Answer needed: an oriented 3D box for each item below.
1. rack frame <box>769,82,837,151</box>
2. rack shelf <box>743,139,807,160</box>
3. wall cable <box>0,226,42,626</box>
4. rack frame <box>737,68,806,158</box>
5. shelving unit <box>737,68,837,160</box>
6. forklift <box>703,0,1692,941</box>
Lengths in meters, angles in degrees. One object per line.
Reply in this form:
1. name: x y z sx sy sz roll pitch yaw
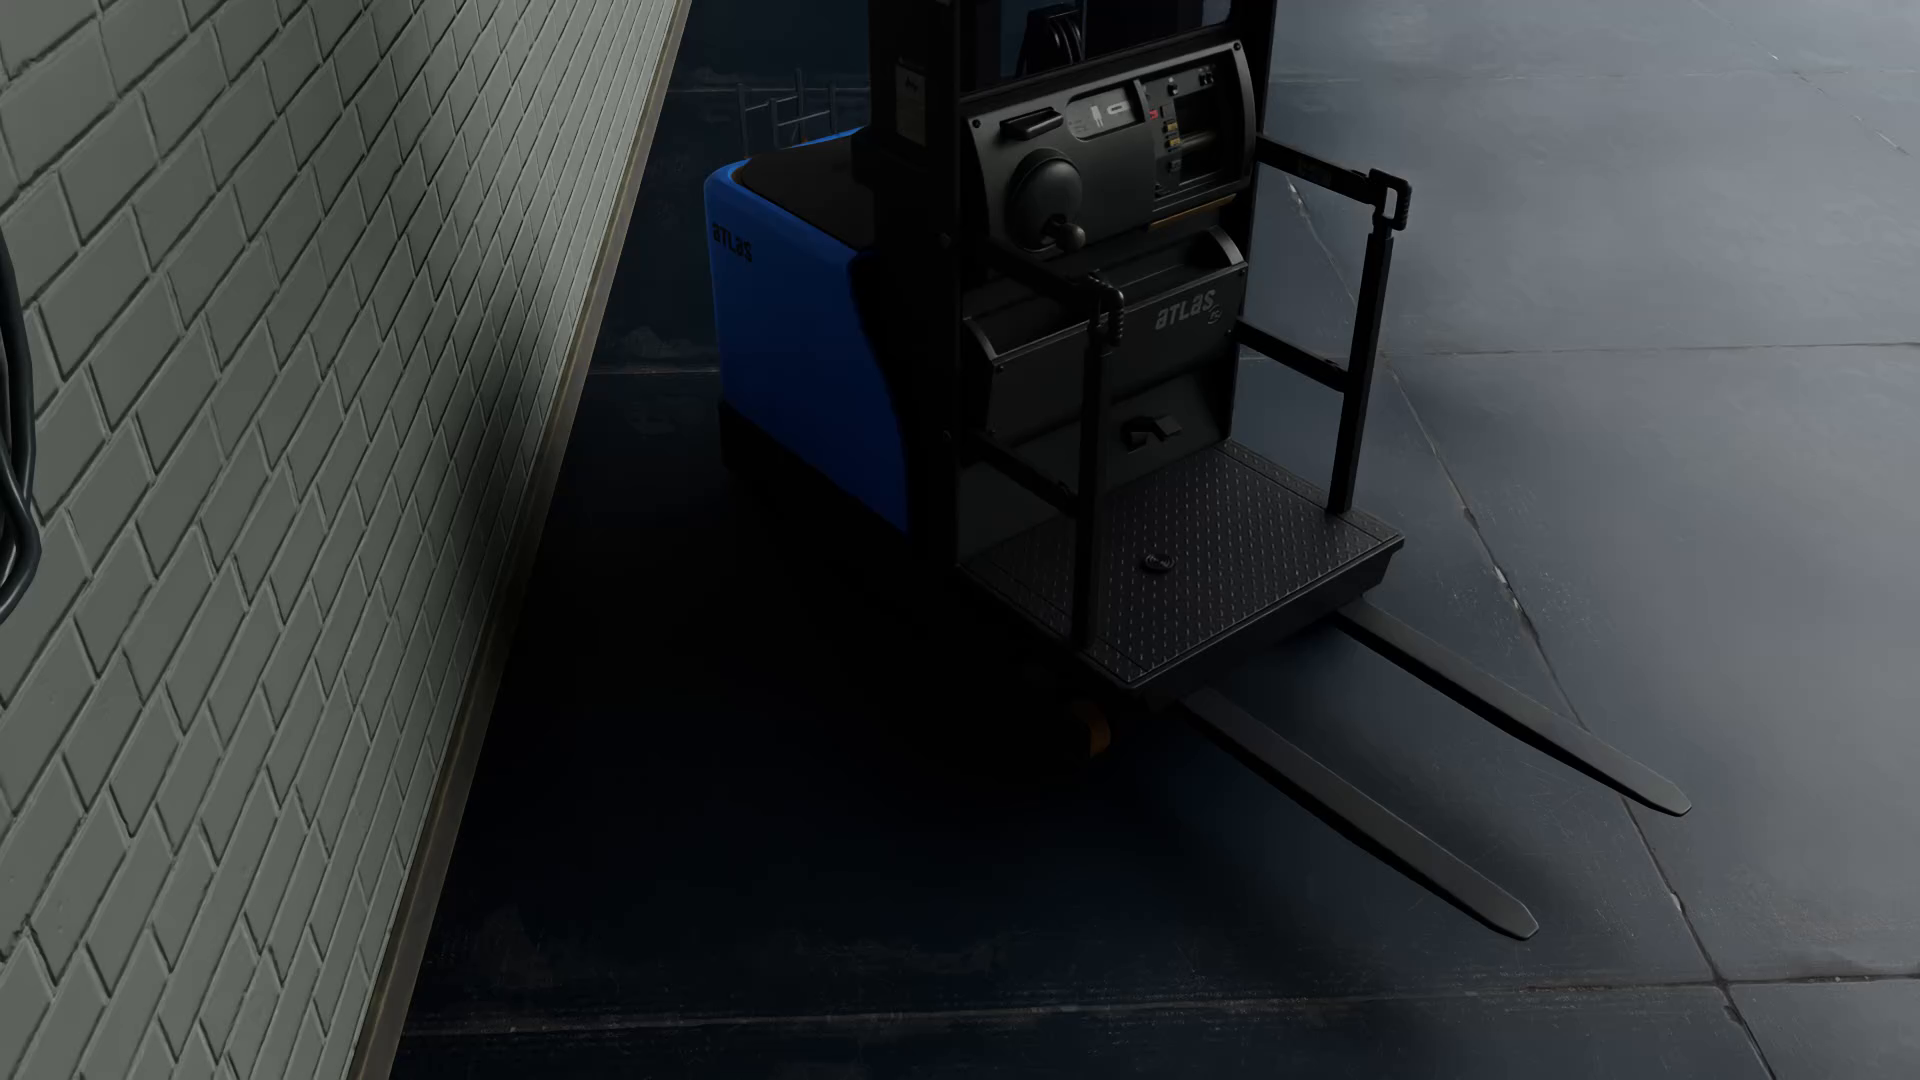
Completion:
1. rack frame: -0.482 -0.890 5.476 0.240 1.200 0.006 -25 41 -31
2. rack shelf: -0.543 -1.192 5.360 0.258 0.103 0.180 -25 41 -31
3. wall cable: -1.115 -0.200 0.360 0.112 2.526 3.097 -2 35 -2
4. rack frame: -0.597 -0.969 5.595 0.240 1.200 0.006 -25 41 -31
5. shelving unit: -0.539 -0.930 5.536 0.258 1.200 0.189 -25 41 -31
6. forklift: 0.532 -0.943 4.037 1.130 2.935 3.031 -25 42 -31
